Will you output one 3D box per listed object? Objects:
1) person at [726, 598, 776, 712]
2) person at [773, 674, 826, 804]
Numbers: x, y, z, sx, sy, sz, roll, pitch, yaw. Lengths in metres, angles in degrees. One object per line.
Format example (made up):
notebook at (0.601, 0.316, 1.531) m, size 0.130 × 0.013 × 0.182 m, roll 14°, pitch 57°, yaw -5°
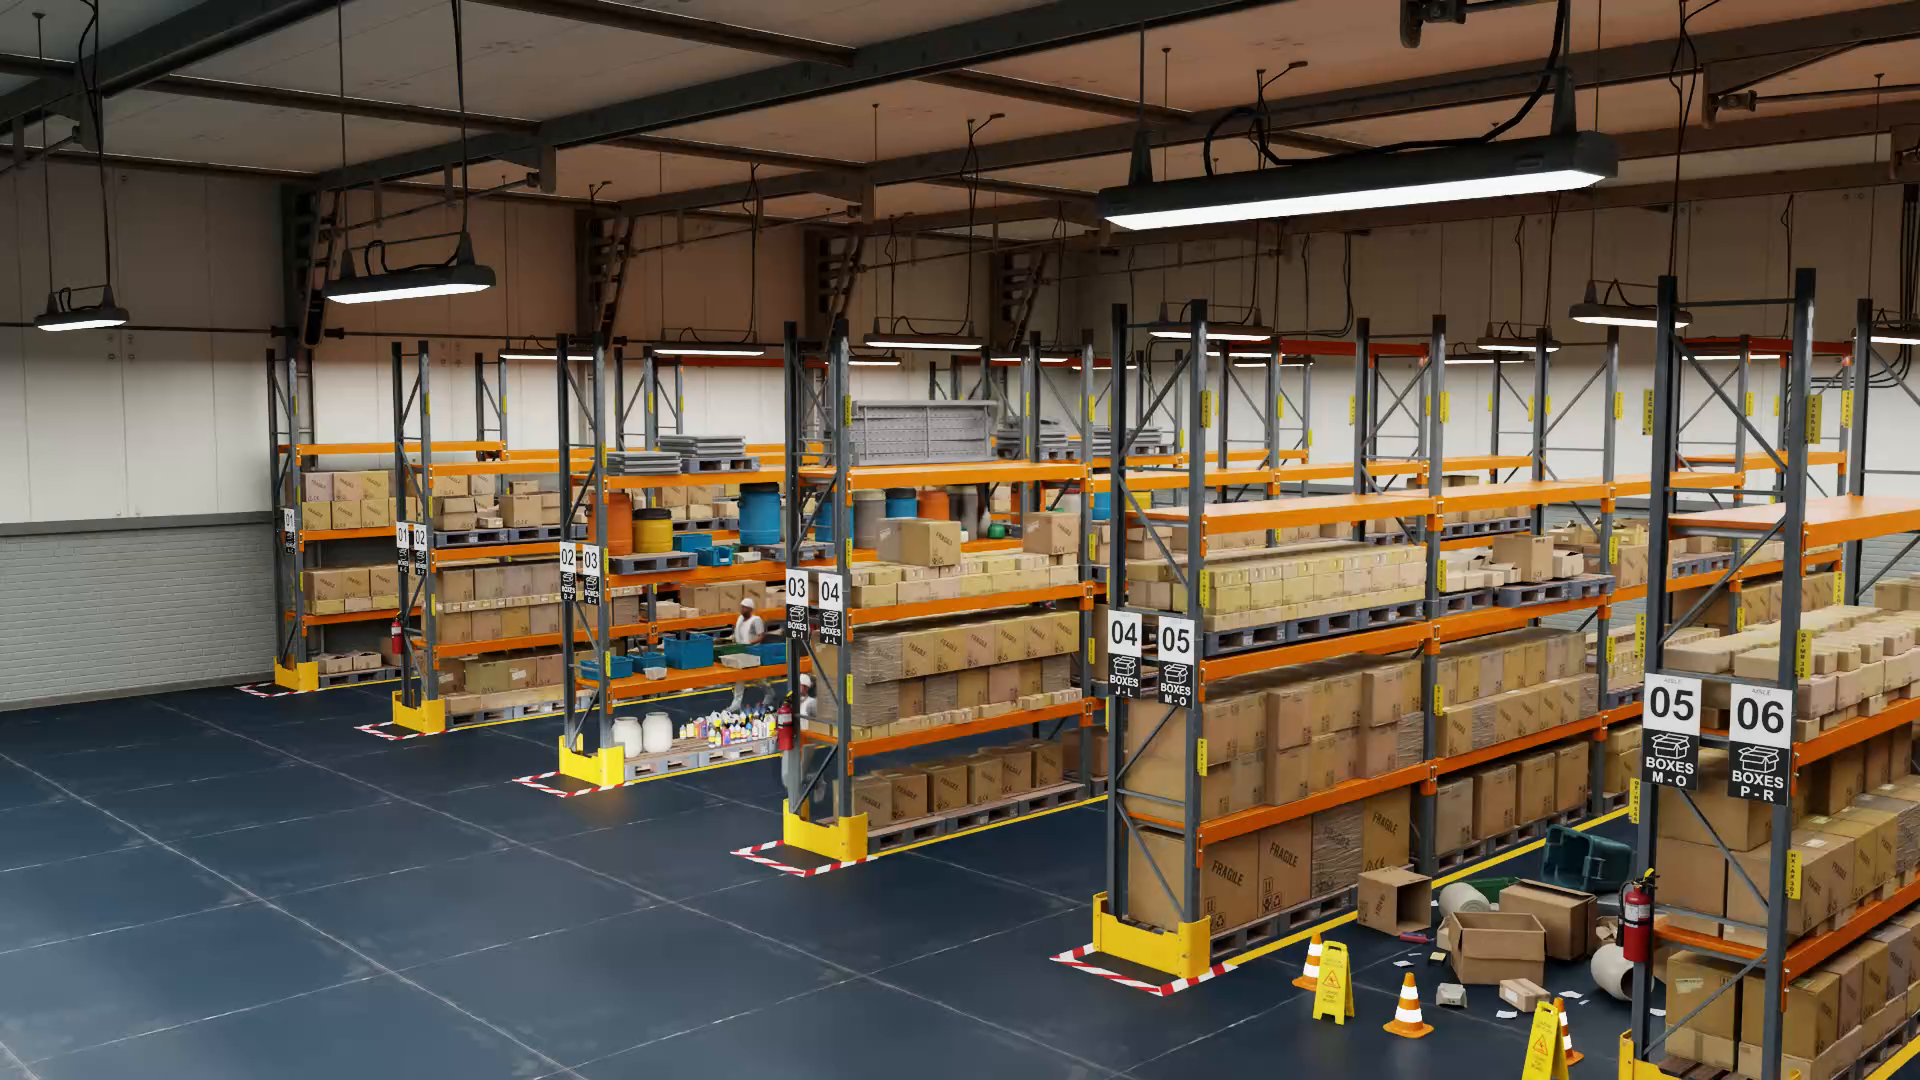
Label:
person at (-3.337, 1.802, 26.310) m, size 0.686 × 1.778 × 0.913 m, roll 5°, pitch 7°, yaw 43°
person at (-1.974, 2.517, 20.674) m, size 0.659 × 1.722 × 0.614 m, roll 4°, pitch 6°, yaw 36°
